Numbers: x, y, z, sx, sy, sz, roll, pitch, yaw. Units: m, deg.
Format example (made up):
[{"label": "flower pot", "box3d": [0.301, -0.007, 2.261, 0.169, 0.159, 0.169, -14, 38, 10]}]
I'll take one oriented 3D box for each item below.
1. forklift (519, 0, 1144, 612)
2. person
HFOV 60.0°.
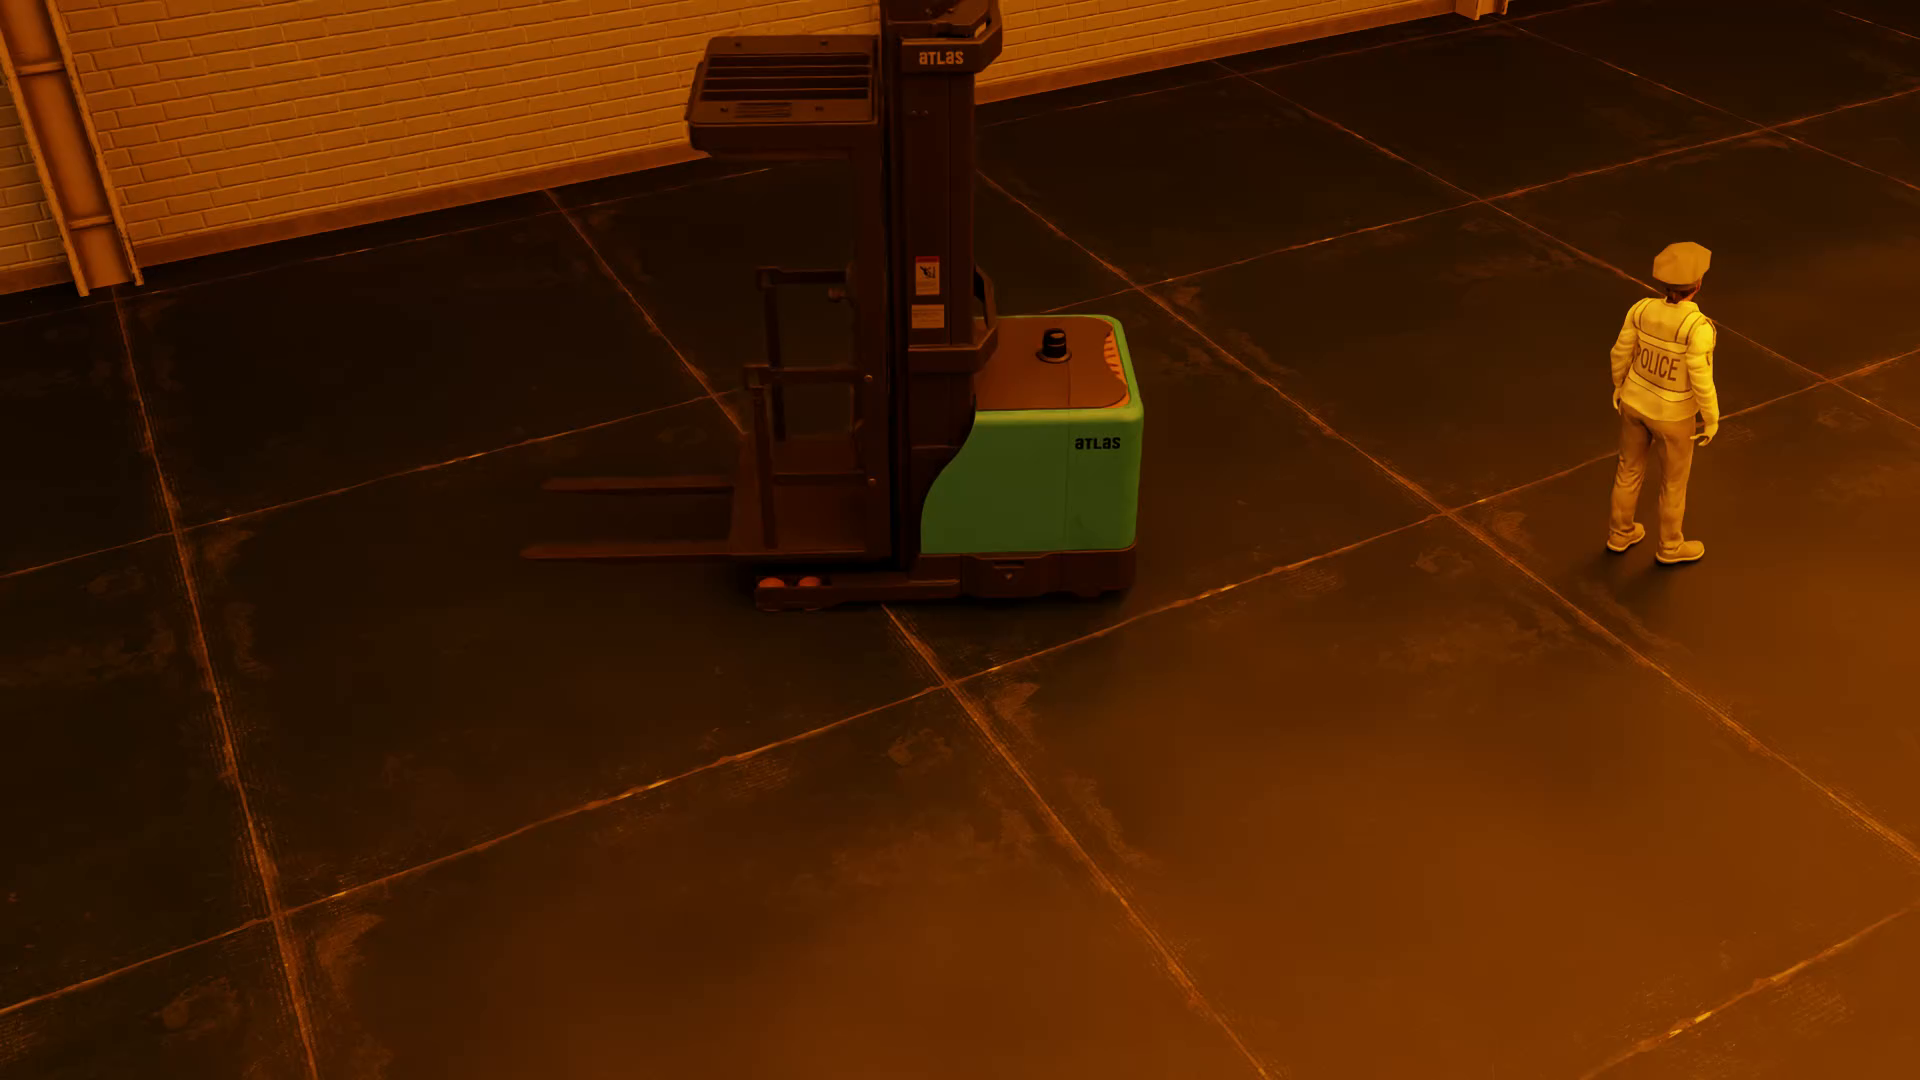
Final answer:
[{"label": "forklift", "box3d": [-0.664, -1.158, 7.762, 3.031, 2.935, 1.130, -1, 35, -2]}, {"label": "person", "box3d": [3.461, -0.669, 8.128, 0.532, 1.696, 0.589, -22, 41, -28]}]
